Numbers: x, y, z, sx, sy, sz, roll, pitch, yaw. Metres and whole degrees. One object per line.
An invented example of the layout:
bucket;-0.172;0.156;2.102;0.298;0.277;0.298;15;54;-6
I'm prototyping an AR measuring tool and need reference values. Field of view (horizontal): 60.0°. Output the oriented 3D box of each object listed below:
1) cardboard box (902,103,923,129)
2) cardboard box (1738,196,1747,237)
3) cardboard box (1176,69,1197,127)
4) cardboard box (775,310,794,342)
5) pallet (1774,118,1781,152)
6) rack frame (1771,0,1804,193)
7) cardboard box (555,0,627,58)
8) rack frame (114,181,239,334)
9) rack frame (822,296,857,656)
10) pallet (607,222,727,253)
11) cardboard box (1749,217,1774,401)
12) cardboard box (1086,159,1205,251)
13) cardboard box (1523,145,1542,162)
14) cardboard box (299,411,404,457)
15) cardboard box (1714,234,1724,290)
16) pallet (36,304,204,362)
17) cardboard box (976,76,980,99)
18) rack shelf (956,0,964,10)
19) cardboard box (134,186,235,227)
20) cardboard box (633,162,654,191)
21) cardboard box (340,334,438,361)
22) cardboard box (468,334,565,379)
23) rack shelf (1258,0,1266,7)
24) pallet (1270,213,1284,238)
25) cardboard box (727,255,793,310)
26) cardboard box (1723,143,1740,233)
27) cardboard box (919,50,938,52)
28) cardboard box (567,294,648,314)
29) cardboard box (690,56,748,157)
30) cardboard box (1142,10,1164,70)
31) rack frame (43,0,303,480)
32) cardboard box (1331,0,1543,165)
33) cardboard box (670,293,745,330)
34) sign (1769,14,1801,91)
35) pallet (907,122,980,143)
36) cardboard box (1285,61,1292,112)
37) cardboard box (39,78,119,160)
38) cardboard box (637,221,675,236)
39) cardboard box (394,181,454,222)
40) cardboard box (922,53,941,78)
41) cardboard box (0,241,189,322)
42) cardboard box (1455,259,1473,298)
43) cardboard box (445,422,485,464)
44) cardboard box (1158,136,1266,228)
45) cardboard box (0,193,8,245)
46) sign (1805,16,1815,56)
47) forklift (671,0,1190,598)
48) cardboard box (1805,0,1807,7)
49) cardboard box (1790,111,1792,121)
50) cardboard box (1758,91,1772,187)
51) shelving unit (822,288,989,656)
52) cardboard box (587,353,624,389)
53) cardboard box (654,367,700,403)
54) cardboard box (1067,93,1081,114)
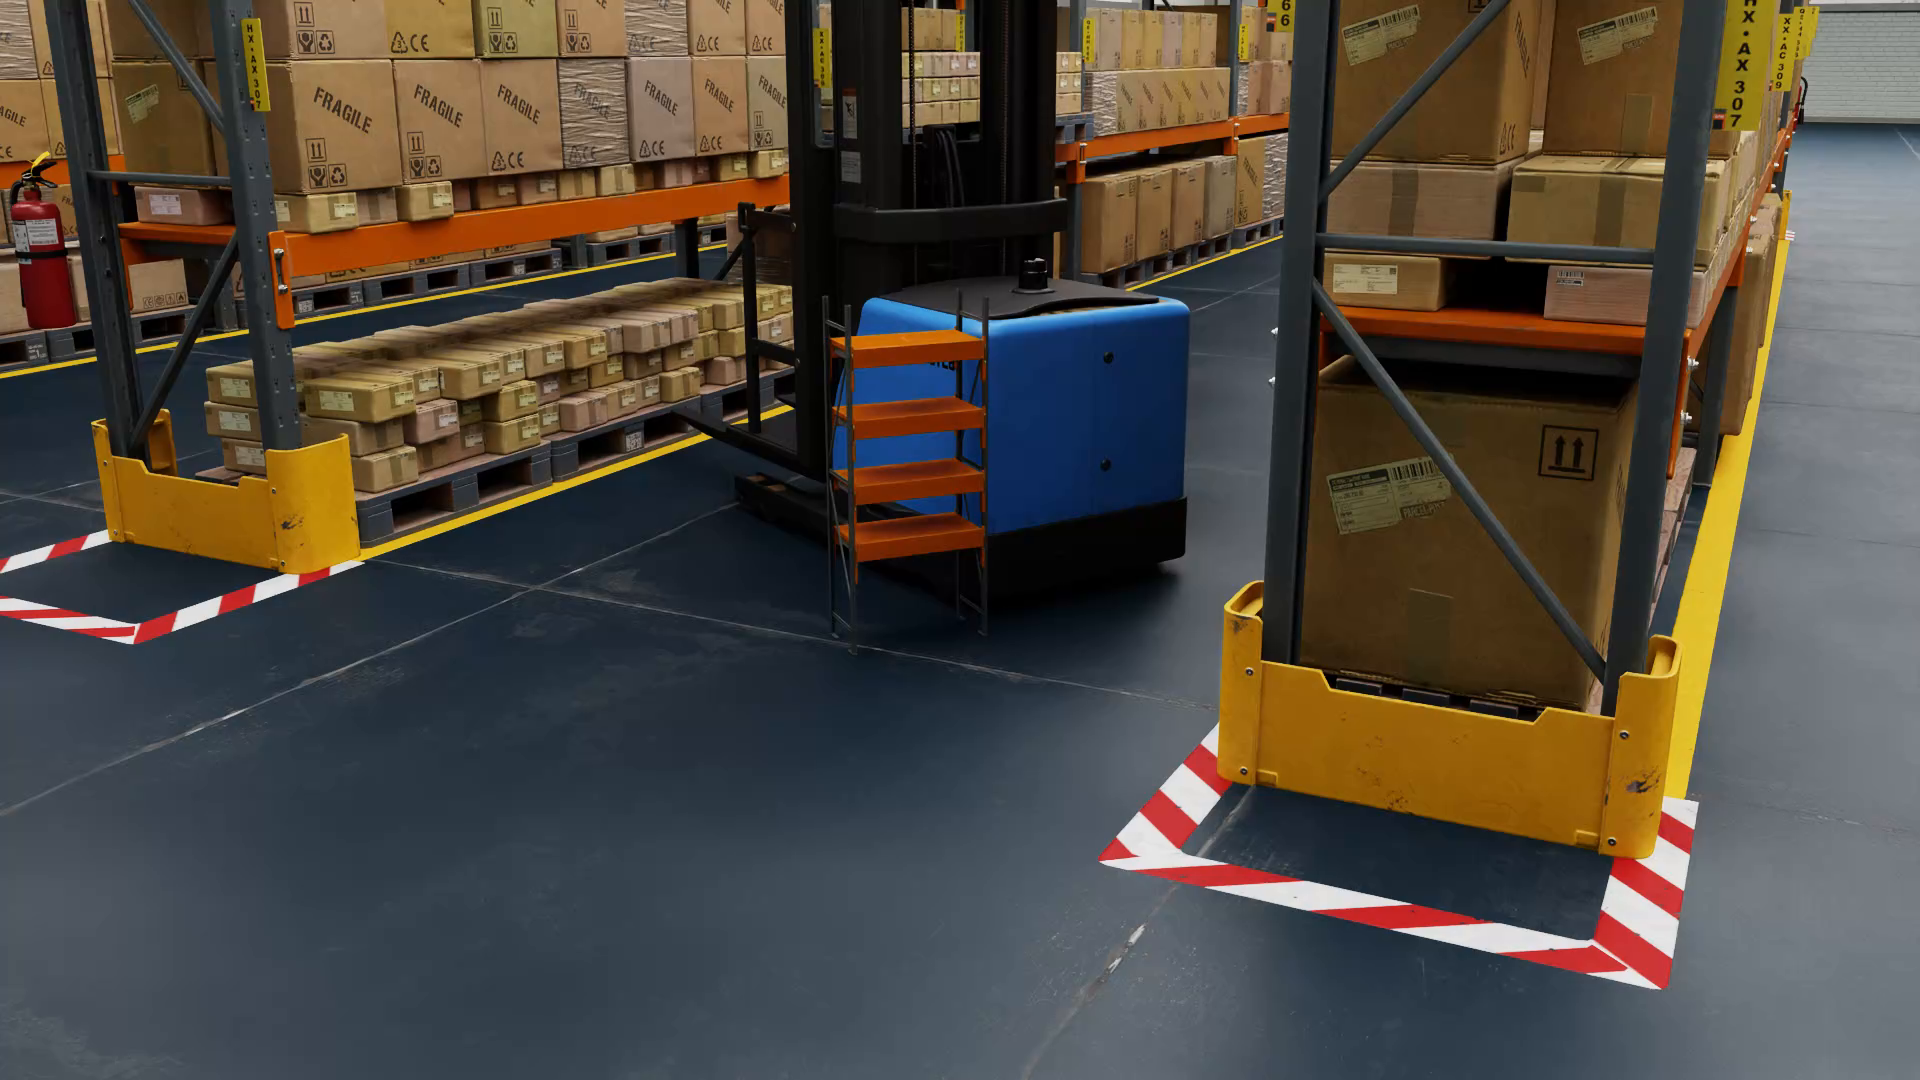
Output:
cardboard box;-0.458;-2.669;10.445;0.380;0.149;0.250;8;18;26
cardboard box;2.810;-1.253;6.415;0.380;0.149;0.250;8;19;26
cardboard box;1.849;-4.073;15.293;0.500;0.500;0.500;8;18;26
cardboard box;-1.136;-1.268;9.772;0.380;0.149;0.250;9;19;26
pallet;5.123;-2.877;11.778;1.213;0.211;1.003;8;18;25
rack frame;6.687;-3.792;14.524;1.000;3.000;0.127;8;18;25
cardboard box;-1.932;-2.532;7.827;0.500;0.500;0.500;7;18;24
rack frame;-5.753;-3.015;11.909;1.000;3.000;0.127;8;18;25
rack frame;-0.406;-0.209;5.622;0.015;1.200;0.240;-7;18;-23
pallet;-3.069;-3.206;17.448;1.003;0.211;1.213;8;18;25
cardboard box;3.779;-1.331;9.230;1.225;0.875;0.875;7;18;23
cardboard box;1.664;-3.157;15.600;1.050;0.750;0.750;8;18;25
cardboard box;1.531;-1.093;5.176;0.500;0.250;0.500;8;18;24
cardboard box;-2.603;-0.471;7.088;0.380;0.149;0.250;9;19;28
cardboard box;2.122;-0.861;5.097;0.380;0.149;0.250;8;18;25
pallet;-6.163;-1.495;11.687;1.003;0.211;1.213;8;18;25
cardboard box;0.005;-3.075;11.291;0.380;0.149;0.250;8;18;24
rack shelf;-1.285;-6.656;20.160;1.077;0.370;4.000;8;18;25
cardboard box;-3.174;-1.391;6.881;0.380;0.149;0.250;8;18;25
cardboard box;-1.782;-1.855;8.442;0.380;0.149;0.250;8;18;25
cardboard box;-2.719;-0.876;7.931;0.380;0.149;0.250;7;18;23
cardboard box;-2.117;-0.879;7.941;0.380;0.149;0.250;9;19;28
rack shelf;3.189;-6.052;18.126;1.077;0.370;4.000;8;18;25
pallet;3.249;-3.608;18.801;1.003;0.211;1.213;8;18;25
cardboard box;-1.174;-1.635;10.914;0.500;0.500;0.500;8;18;24
cardboard box;2.235;-1.155;5.386;0.500;0.250;0.500;7;18;24
cardboard box;-0.615;-5.962;21.132;0.500;0.500;0.500;8;18;25
cardboard box;-1.960;-1.267;9.247;0.380;0.149;0.250;8;18;24
cardboard box;-1.476;-2.311;8.838;0.500;0.500;0.500;8;18;24
cardboard box;1.397;-4.461;14.843;0.700;0.500;0.500;8;18;25
rack frame;-3.067;-1.393;6.444;1.000;3.000;0.127;8;18;25
cardboard box;1.308;-1.323;4.636;0.500;0.500;0.500;8;18;26
cardboard box;-1.389;-1.273;9.267;0.380;0.149;0.250;8;18;25
sign;3.610;-2.137;7.293;0.100;0.325;0.005;8;18;25
pallet;-0.340;-2.829;11.617;1.003;0.211;1.213;8;18;25
cardboard box;3.169;-5.030;18.427;0.875;0.550;0.500;8;18;25
cardboard box;-5.957;-2.781;10.943;0.500;0.500;0.500;8;18;24
cardboard box;-3.382;-3.308;16.770;0.950;0.372;0.625;8;18;24
cardboard box;-2.384;-1.445;7.061;0.380;0.149;0.250;8;18;24
cardboard box;-0.342;-3.019;10.580;0.380;0.149;0.250;8;18;25
cardboard box;-6.130;-1.842;11.721;0.875;0.438;0.875;8;18;25
cardboard box;1.304;-0.814;4.939;0.380;0.149;0.250;8;18;26
cardboard box;-2.398;-0.461;7.578;0.380;0.149;0.250;8;18;26
cardboard box;2.639;-3.783;17.488;0.875;0.875;0.875;8;19;26
cardboard box;-9.322;-3.007;15.533;0.500;0.500;0.500;8;18;24
sign;7.185;-4.278;14.125;0.100;0.325;0.005;8;18;25
forklift;-0.349;-1.552;7.101;1.130;2.935;3.031;-11;20;-33
cardboard box;7.562;-4.799;15.460;0.500;0.500;0.500;8;18;25
cardboard box;7.956;-4.197;16.326;0.380;0.149;0.250;8;18;25
cardboard box;3.989;-2.143;8.797;0.500;0.500;0.500;8;18;24
shelving unit;-0.182;-0.237;5.715;0.503;1.200;0.258;-7;18;-23
cardboard box;-1.941;-0.880;8.466;0.380;0.149;0.250;9;19;28
cardboard box;-1.612;-0.839;8.851;0.380;0.149;0.250;8;18;25
cardboard box;0.698;-3.327;12.661;0.380;0.149;0.250;8;19;26
